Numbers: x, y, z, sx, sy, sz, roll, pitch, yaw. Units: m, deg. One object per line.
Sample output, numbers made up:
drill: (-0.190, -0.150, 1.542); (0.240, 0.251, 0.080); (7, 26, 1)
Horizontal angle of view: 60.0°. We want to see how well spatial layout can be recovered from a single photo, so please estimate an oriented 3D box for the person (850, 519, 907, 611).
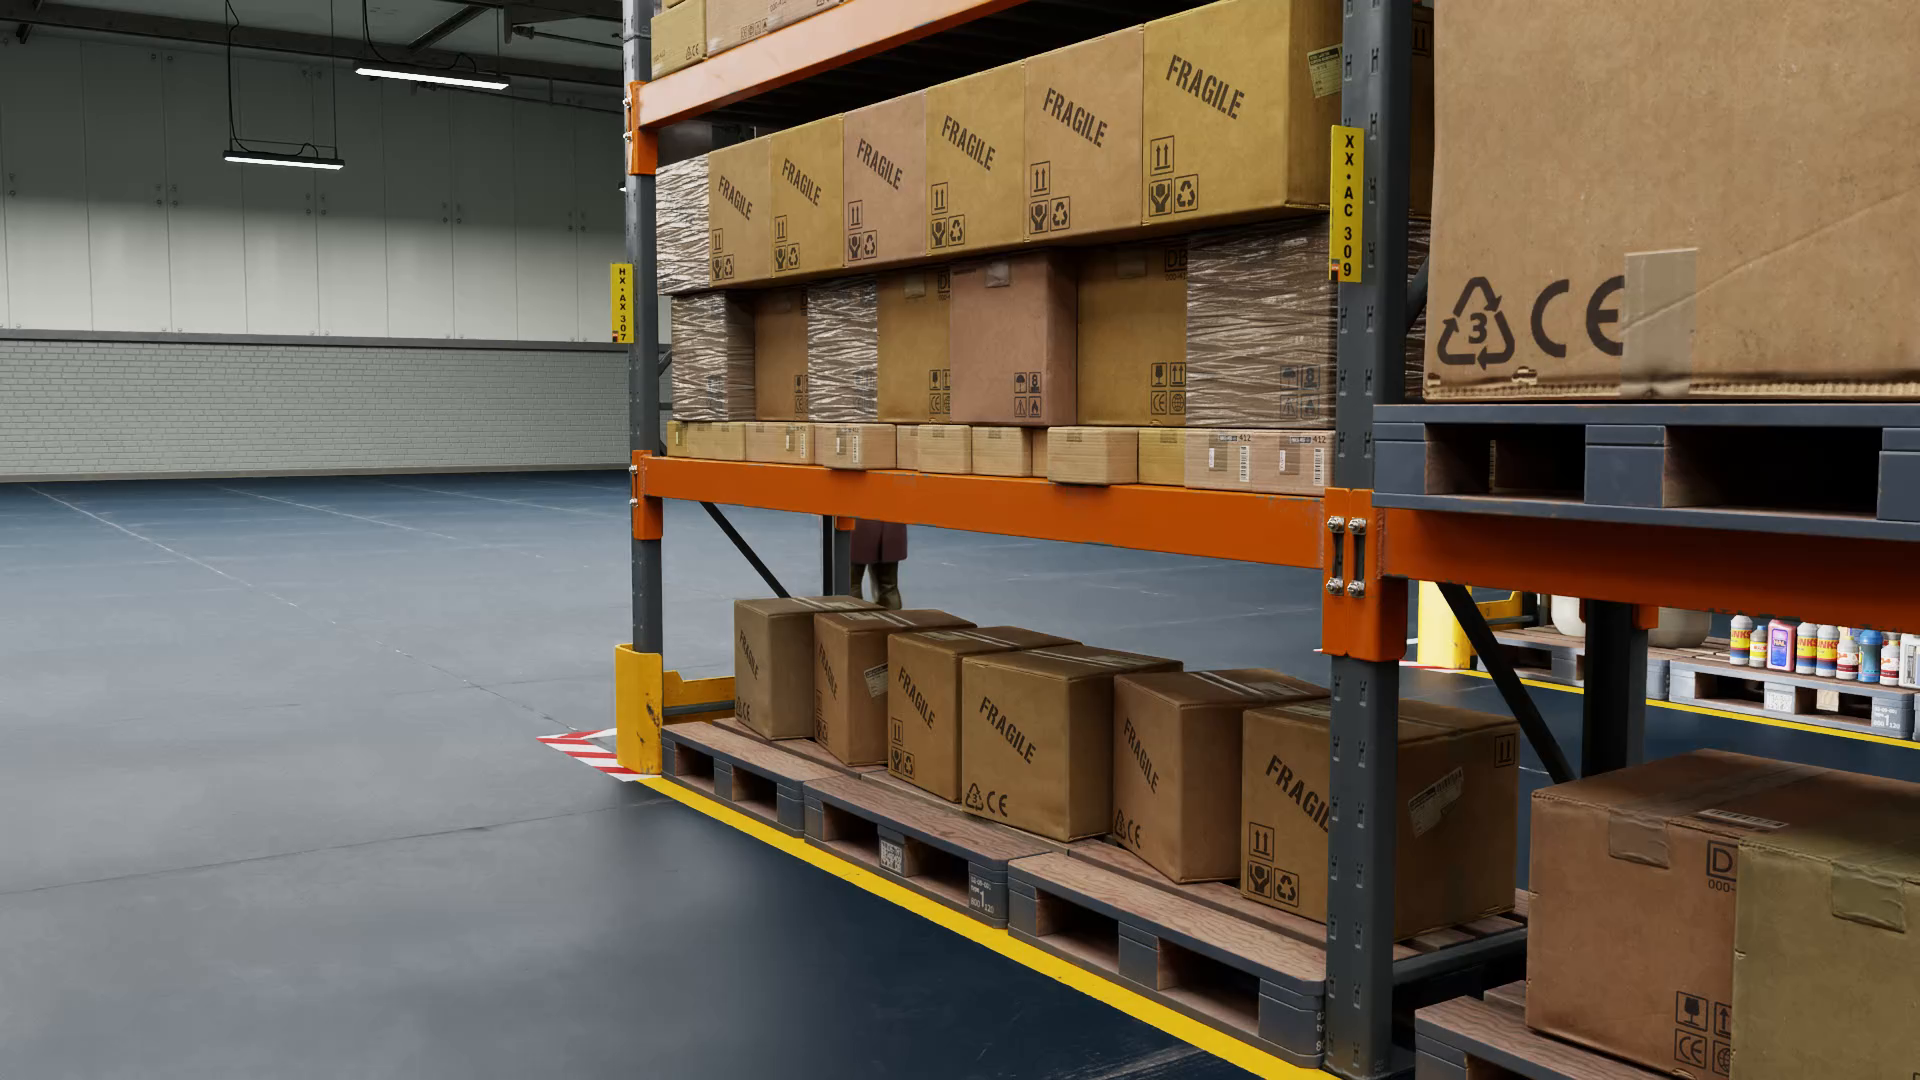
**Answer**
person: (-0.560, -0.108, 9.222); (0.530, 1.757, 0.555); (-3, 5, -33)
